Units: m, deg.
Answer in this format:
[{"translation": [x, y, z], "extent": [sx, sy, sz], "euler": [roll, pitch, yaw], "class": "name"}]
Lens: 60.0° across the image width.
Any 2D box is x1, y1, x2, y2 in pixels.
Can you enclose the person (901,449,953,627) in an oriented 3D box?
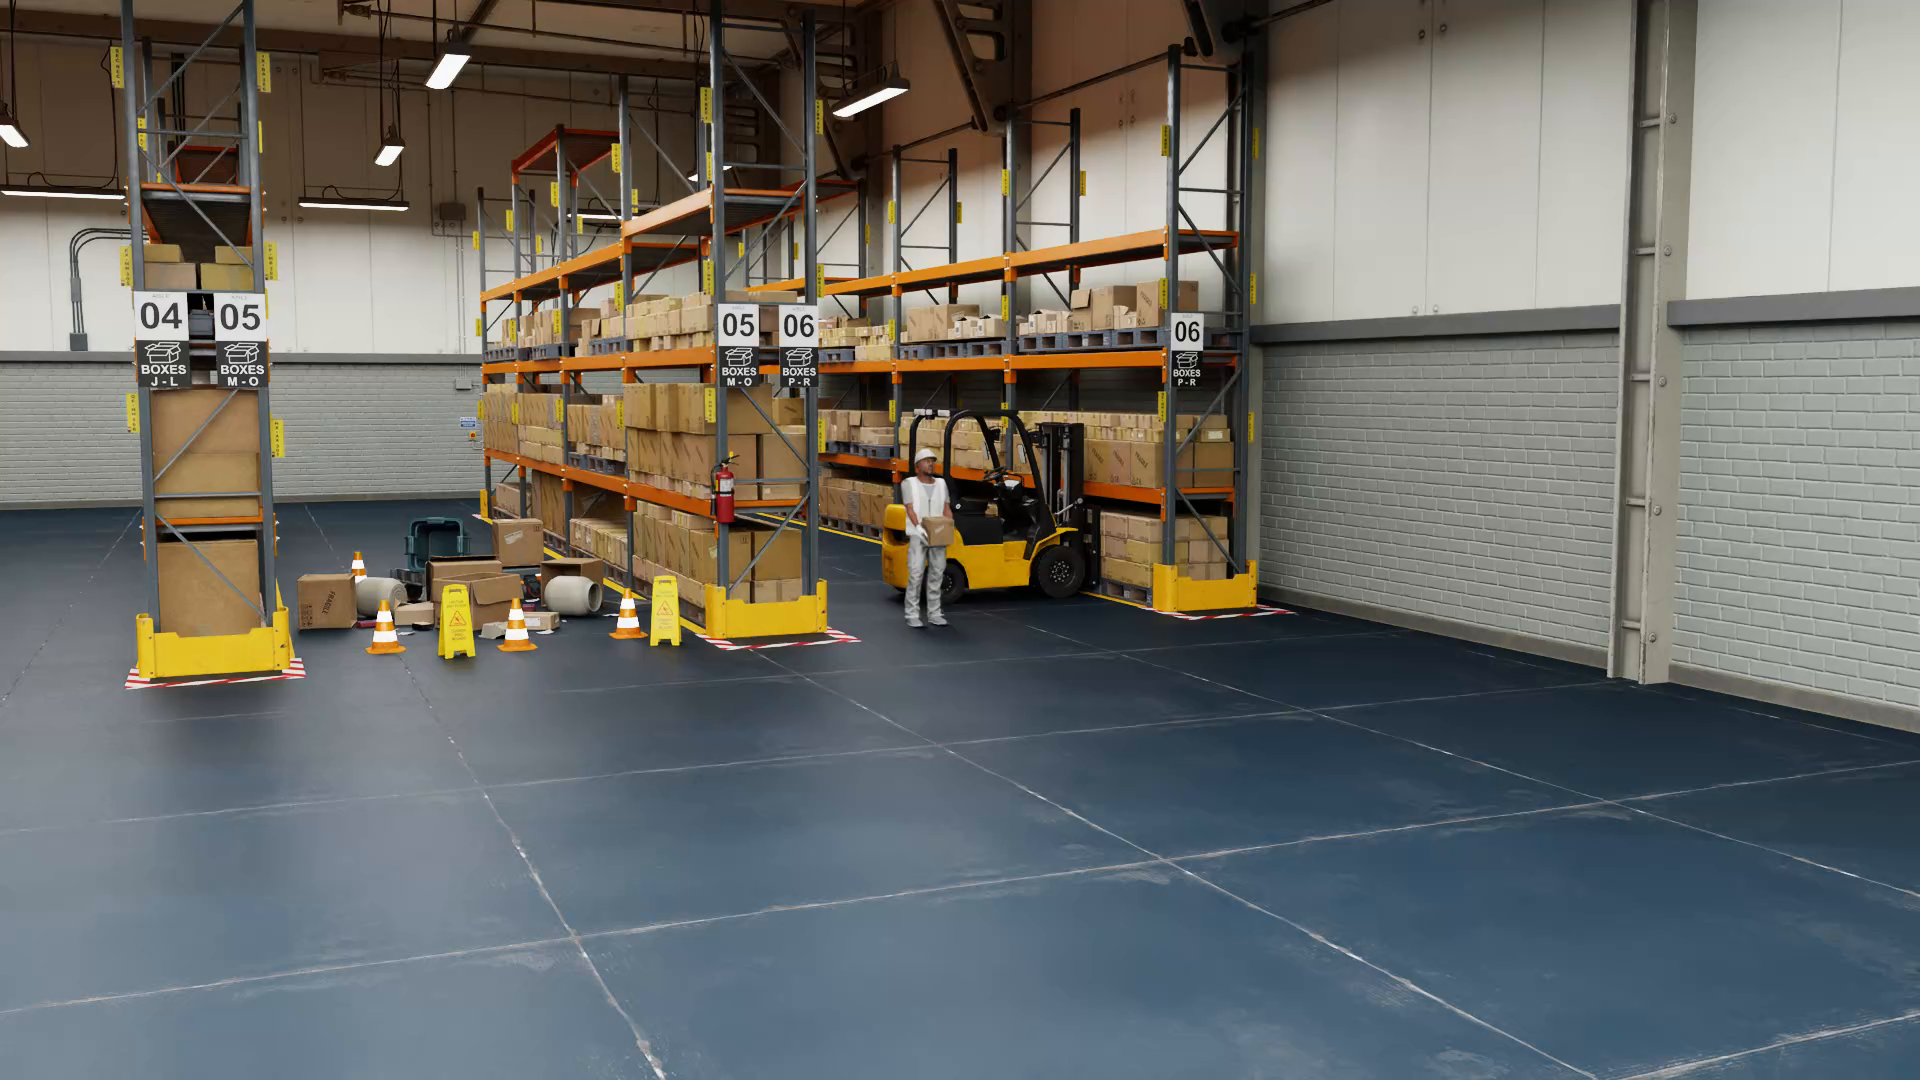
[{"translation": [-0.305, -0.021, 16.799], "extent": [0.510, 1.788, 0.557], "euler": [-2, 6, -24], "class": "person"}]
